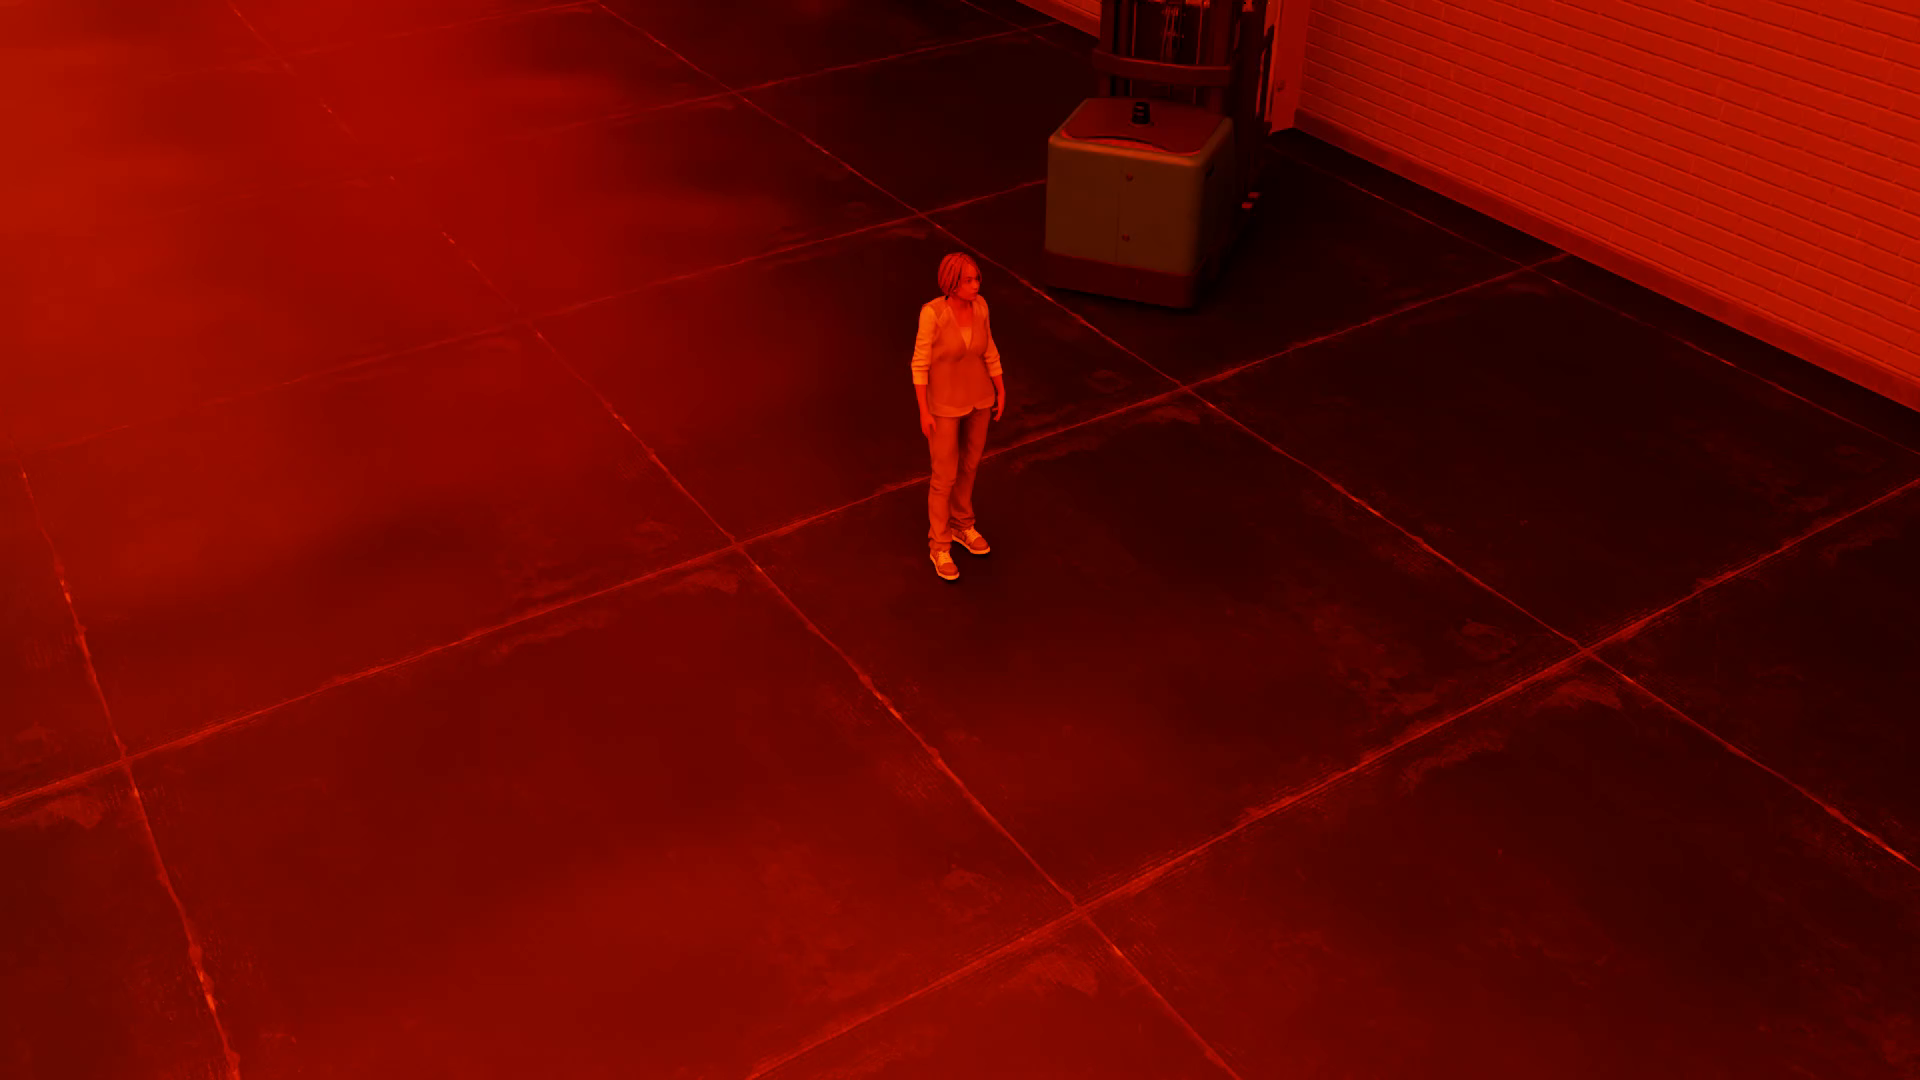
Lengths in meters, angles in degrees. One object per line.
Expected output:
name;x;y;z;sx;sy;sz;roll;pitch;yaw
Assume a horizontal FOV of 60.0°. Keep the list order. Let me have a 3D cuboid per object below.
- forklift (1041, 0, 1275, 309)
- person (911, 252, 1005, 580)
forklift;1.554;-3.528;11.169;1.130;2.935;3.031;13;37;18
person;0.029;-0.619;8.177;0.521;1.599;0.473;-21;40;-27
